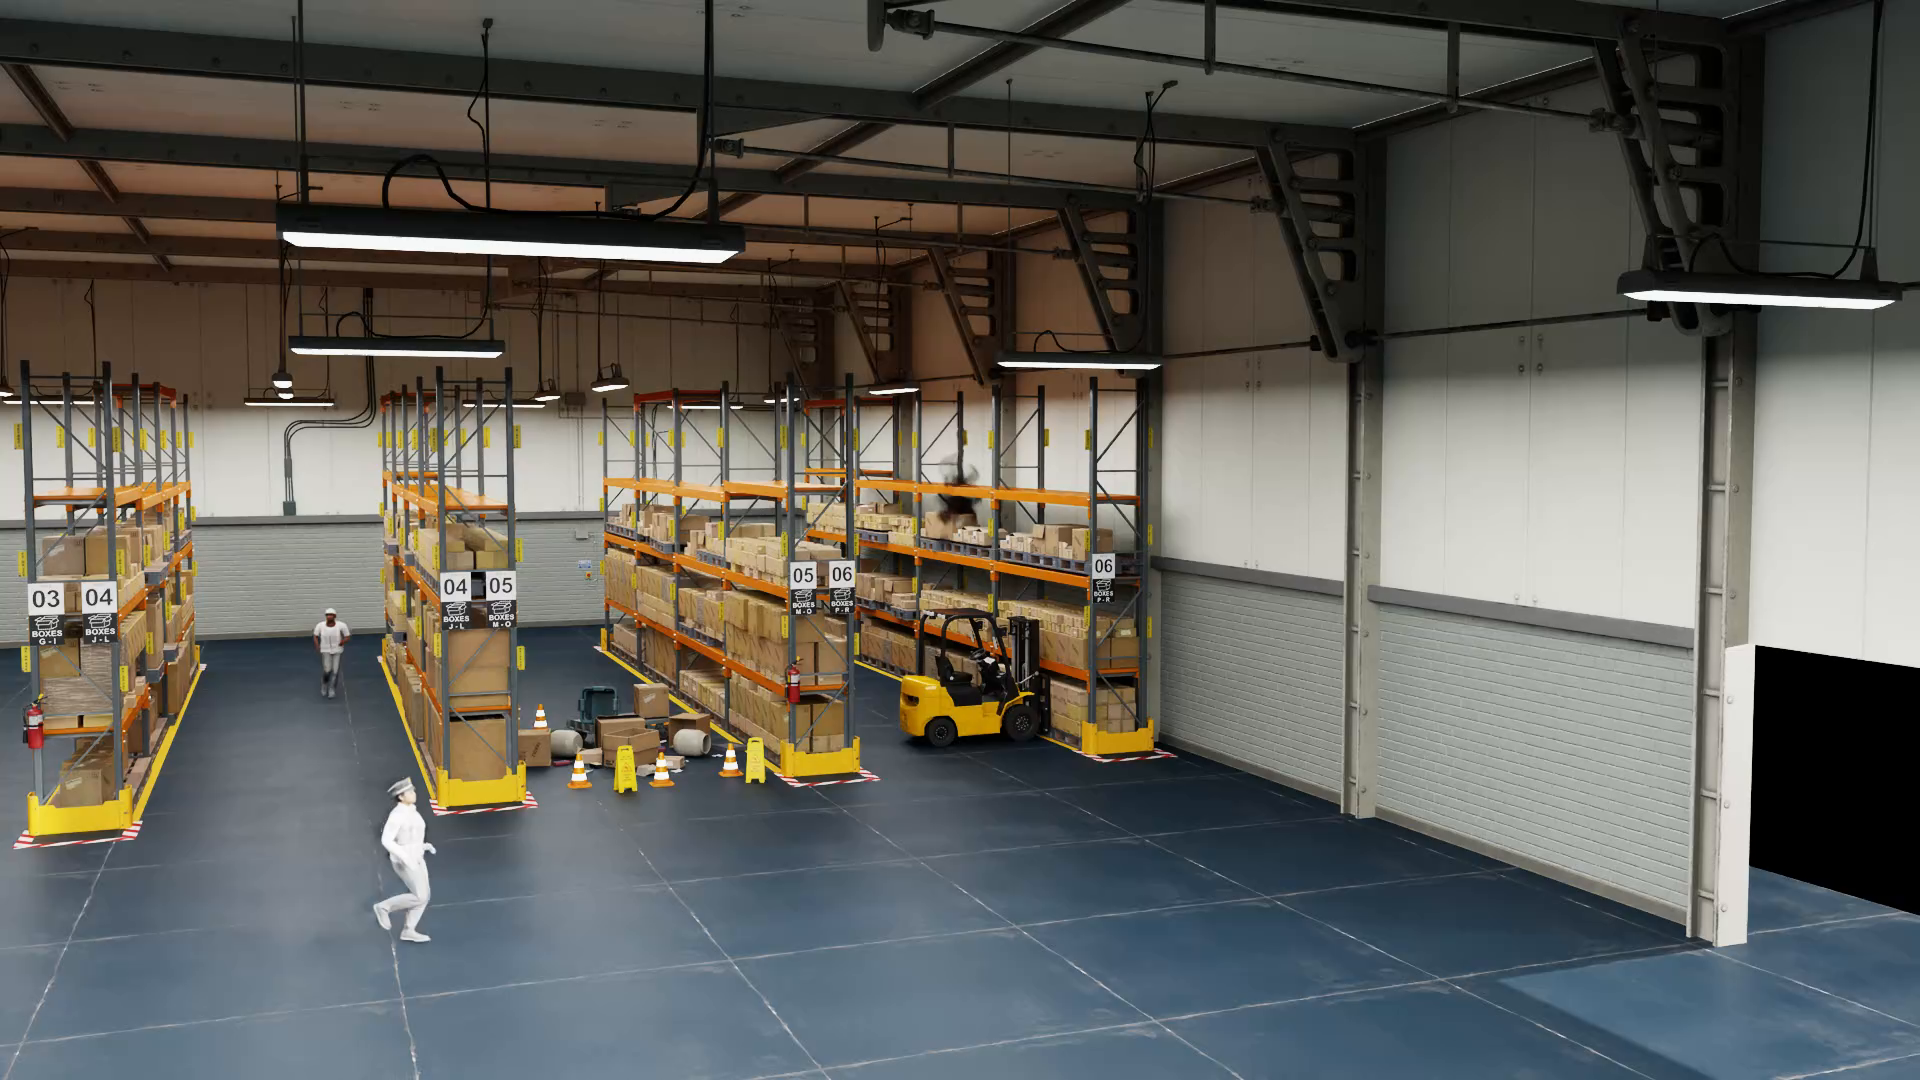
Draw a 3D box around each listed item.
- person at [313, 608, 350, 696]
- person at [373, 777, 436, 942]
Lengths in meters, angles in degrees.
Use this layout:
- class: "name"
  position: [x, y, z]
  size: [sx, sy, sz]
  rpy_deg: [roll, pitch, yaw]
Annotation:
- class: "person"
  position: [-12.188, 2.185, 32.280]
  size: [0.676, 1.728, 0.614]
  rpy_deg: [-1, 4, -20]
- class: "person"
  position: [-5.543, 3.185, 16.584]
  size: [0.555, 1.657, 0.615]
  rpy_deg: [0, 3, 0]
